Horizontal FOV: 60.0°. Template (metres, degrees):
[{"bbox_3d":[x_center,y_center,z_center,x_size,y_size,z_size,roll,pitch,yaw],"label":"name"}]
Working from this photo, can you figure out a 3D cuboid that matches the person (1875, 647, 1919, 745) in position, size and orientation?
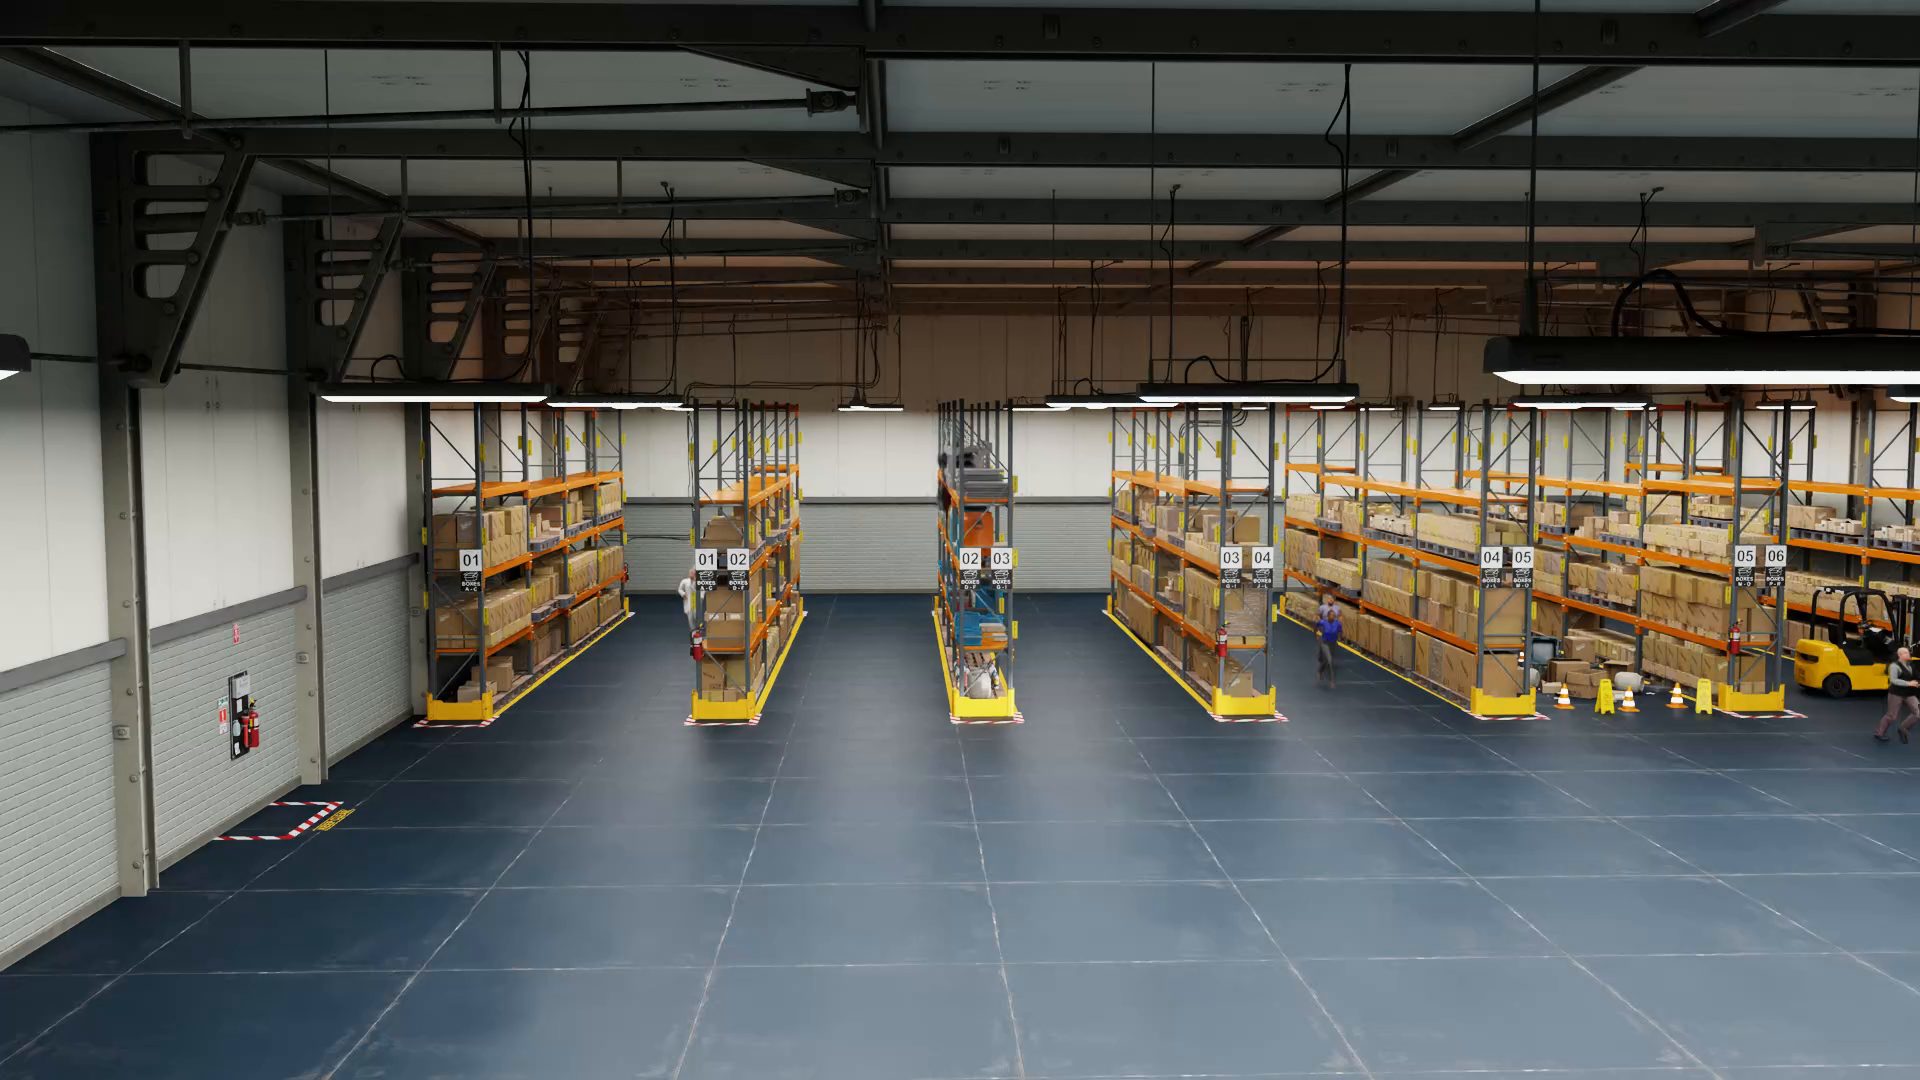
[{"bbox_3d":[16.255,2.684,28.670,0.669,1.694,0.845,-1,5,-17],"label":"person"}]

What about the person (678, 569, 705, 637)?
[{"bbox_3d":[-6.863,1.624,42.563,0.691,1.745,0.658,-1,4,-10],"label":"person"}]

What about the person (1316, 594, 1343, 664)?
[{"bbox_3d":[8.429,2.054,37.819,0.586,1.590,0.584,0,4,-4],"label":"person"}]

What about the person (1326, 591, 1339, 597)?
[{"bbox_3d":[10.930,1.245,48.548,0.621,1.615,0.562,-3,5,-34],"label":"person"}]

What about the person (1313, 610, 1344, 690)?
[{"bbox_3d":[7.725,2.268,34.956,0.579,1.663,1.019,-1,4,-12],"label":"person"}]
